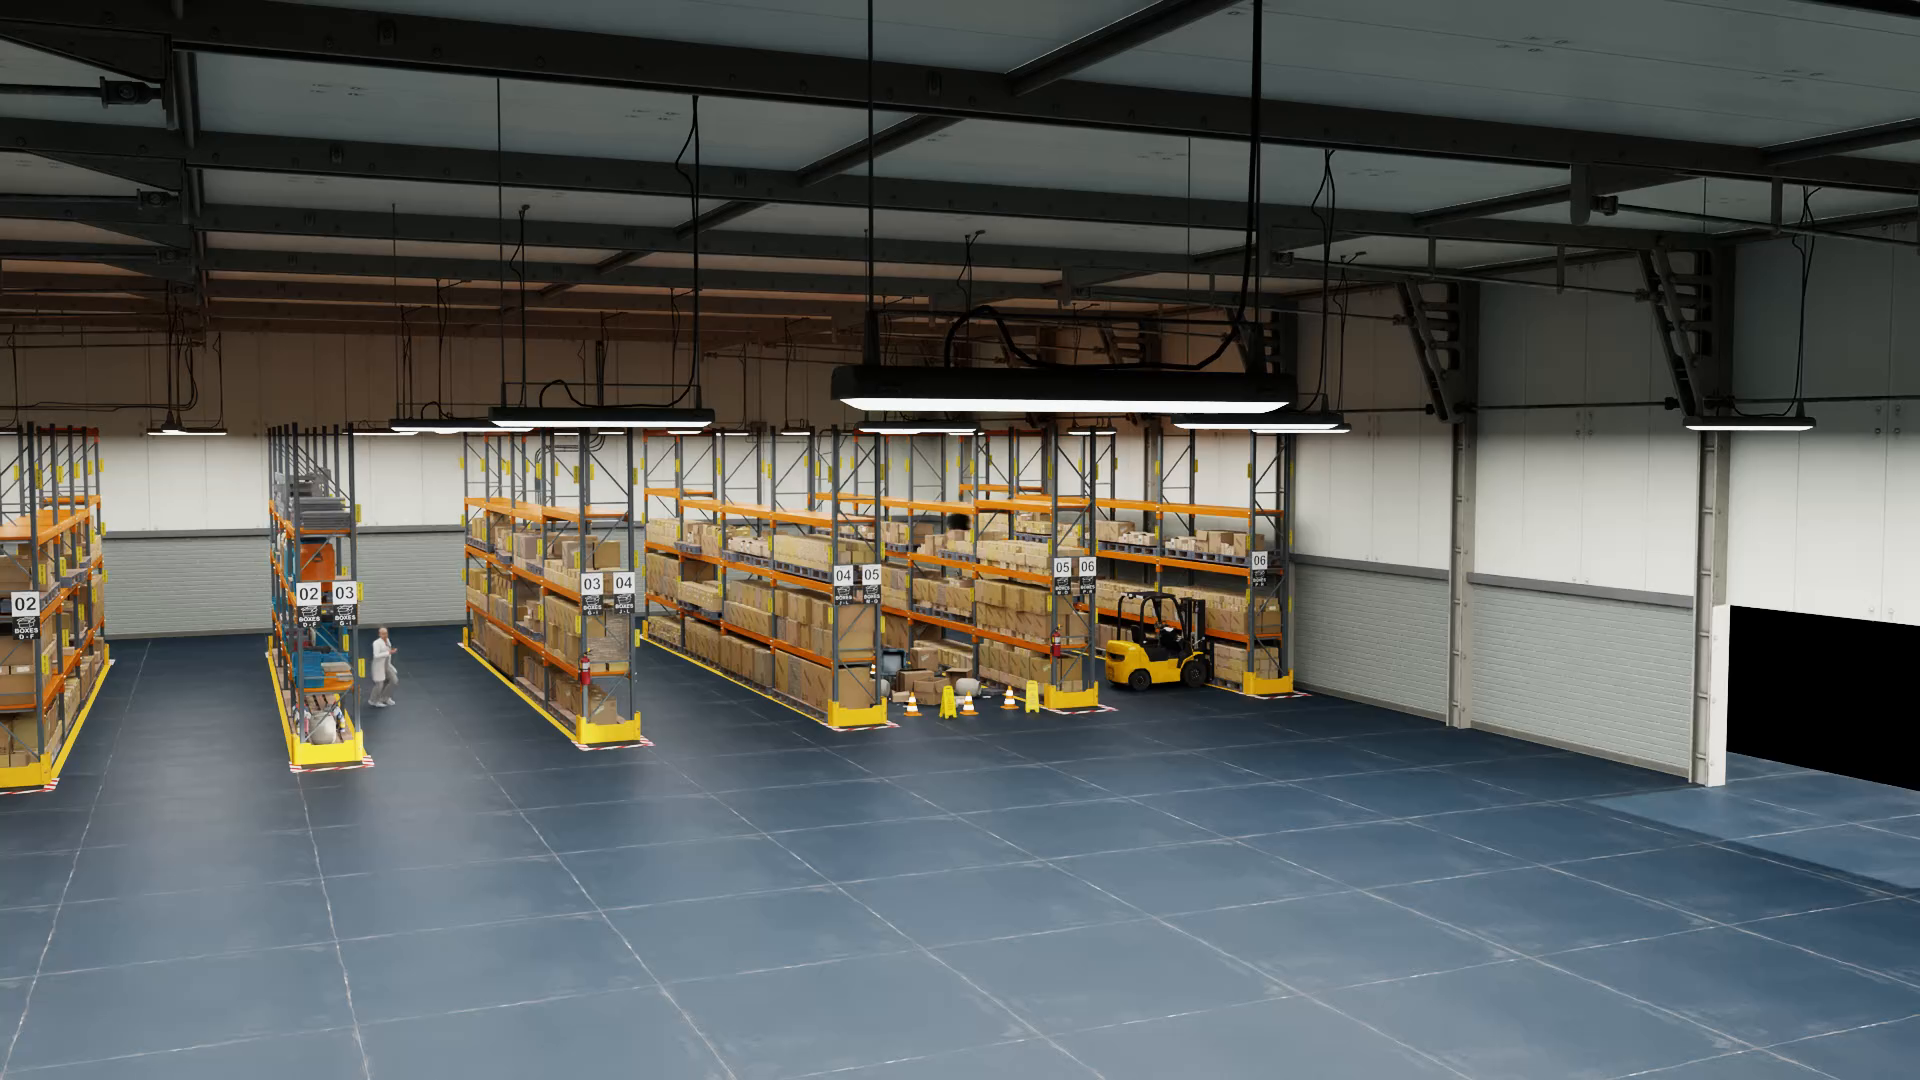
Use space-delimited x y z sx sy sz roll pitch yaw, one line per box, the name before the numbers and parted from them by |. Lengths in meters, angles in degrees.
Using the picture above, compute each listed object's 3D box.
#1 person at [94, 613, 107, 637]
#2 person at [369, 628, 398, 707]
person | -22.505 2.195 42.891 0.918 1.773 0.706 0 3 -4
person | -12.249 2.718 35.214 0.940 1.743 0.672 2 4 26
